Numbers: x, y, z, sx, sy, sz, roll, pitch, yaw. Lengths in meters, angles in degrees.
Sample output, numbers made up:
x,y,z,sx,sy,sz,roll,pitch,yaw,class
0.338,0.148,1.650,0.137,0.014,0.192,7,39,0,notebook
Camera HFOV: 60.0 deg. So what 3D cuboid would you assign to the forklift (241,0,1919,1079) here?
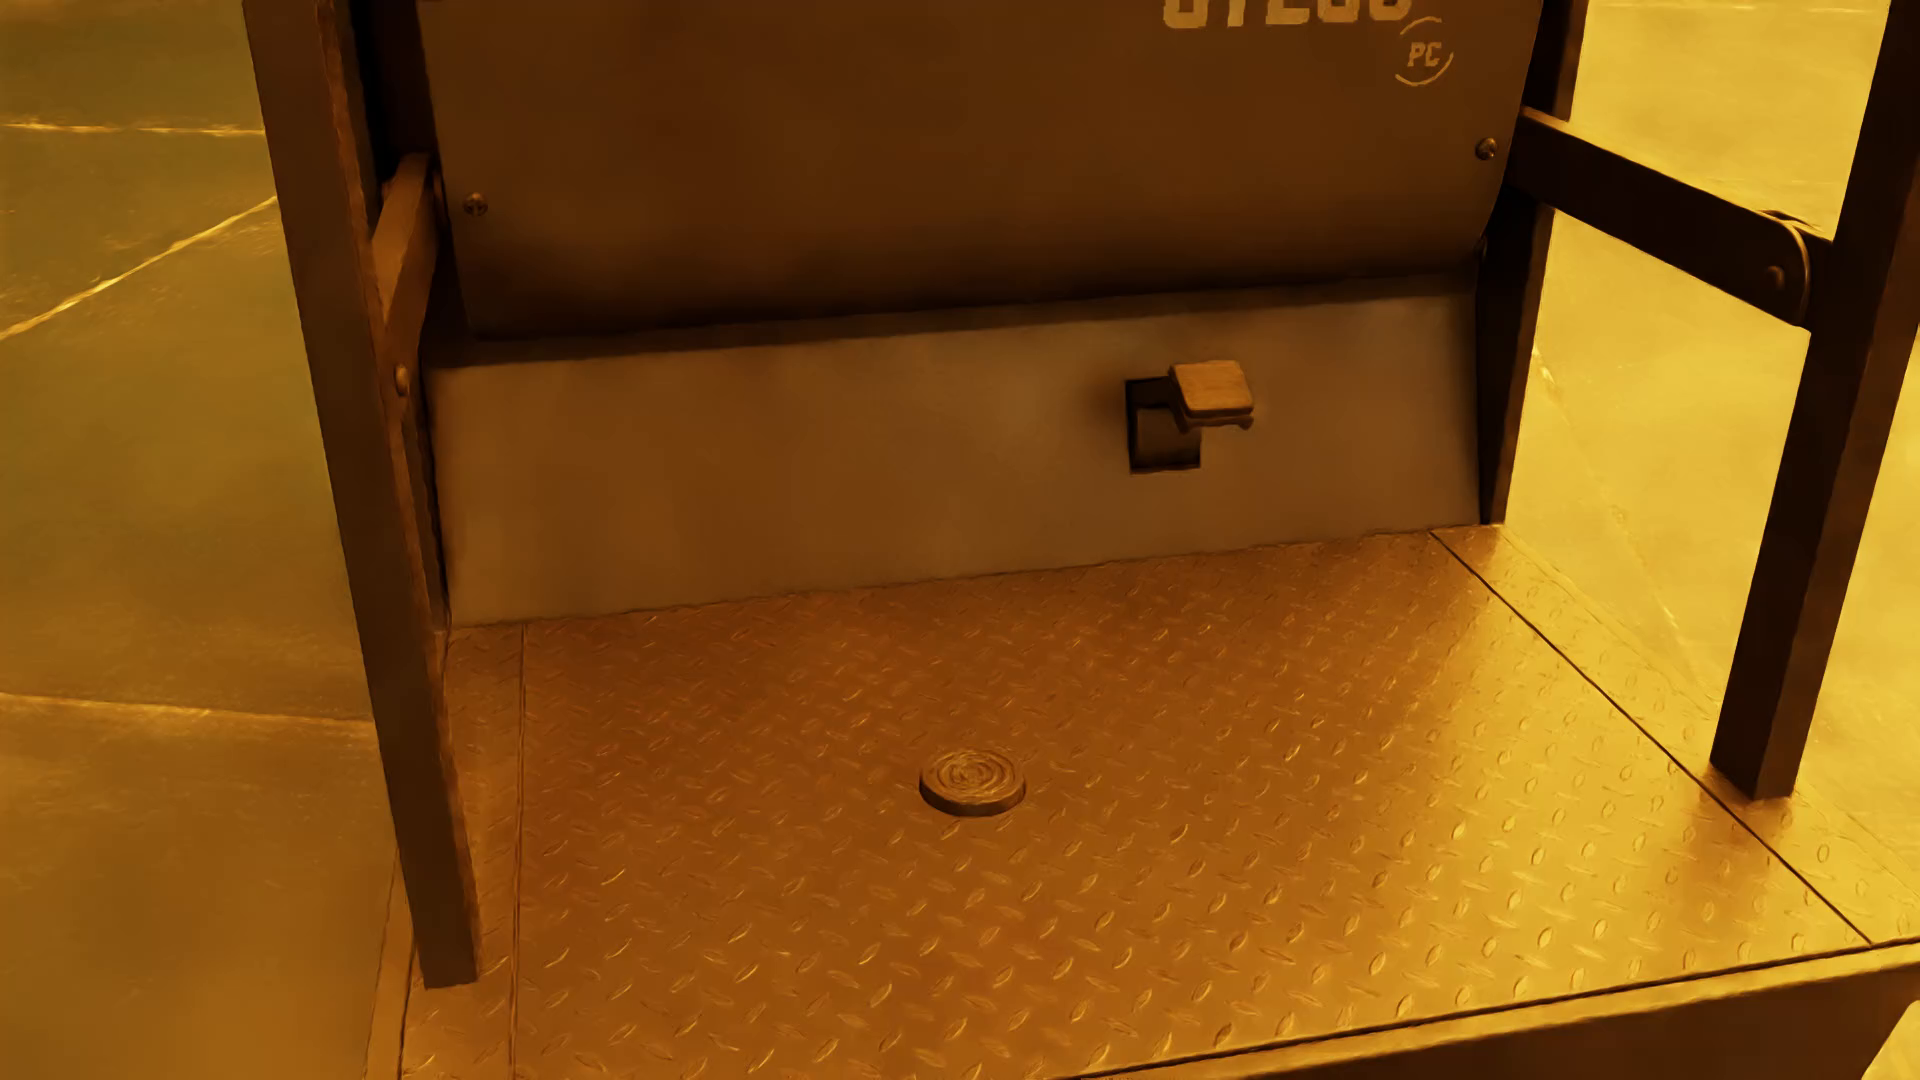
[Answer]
x,y,z,sx,sy,sz,roll,pitch,yaw,class
0.083,-0.868,0.957,1.130,2.935,3.031,-6,27,-11,forklift
